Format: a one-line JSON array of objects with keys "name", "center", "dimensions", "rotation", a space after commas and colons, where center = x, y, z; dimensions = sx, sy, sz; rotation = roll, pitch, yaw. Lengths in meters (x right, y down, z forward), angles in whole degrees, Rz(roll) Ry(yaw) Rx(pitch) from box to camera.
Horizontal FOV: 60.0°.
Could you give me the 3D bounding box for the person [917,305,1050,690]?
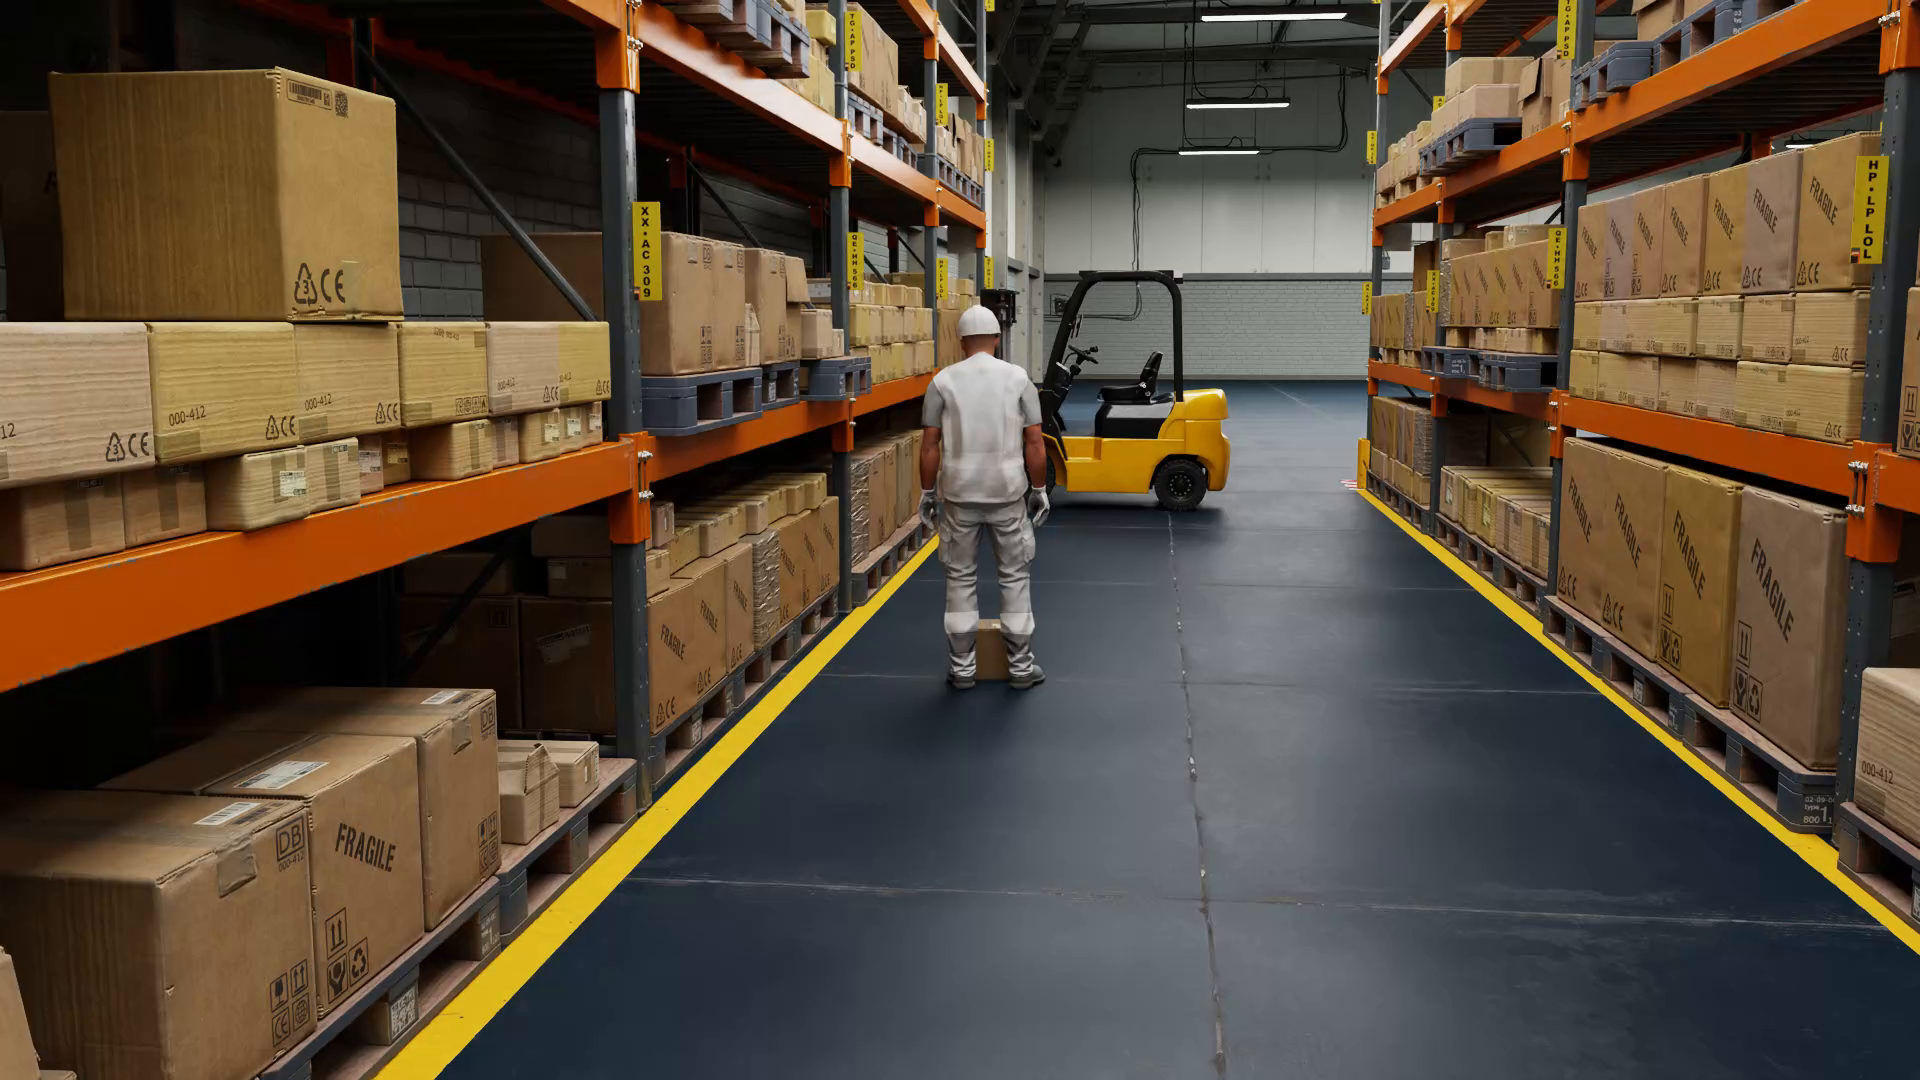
[{"name": "person", "center": [0.109, -0.197, 7.735], "dimensions": [0.617, 1.778, 0.453], "rotation": [0, 7, 1]}]
